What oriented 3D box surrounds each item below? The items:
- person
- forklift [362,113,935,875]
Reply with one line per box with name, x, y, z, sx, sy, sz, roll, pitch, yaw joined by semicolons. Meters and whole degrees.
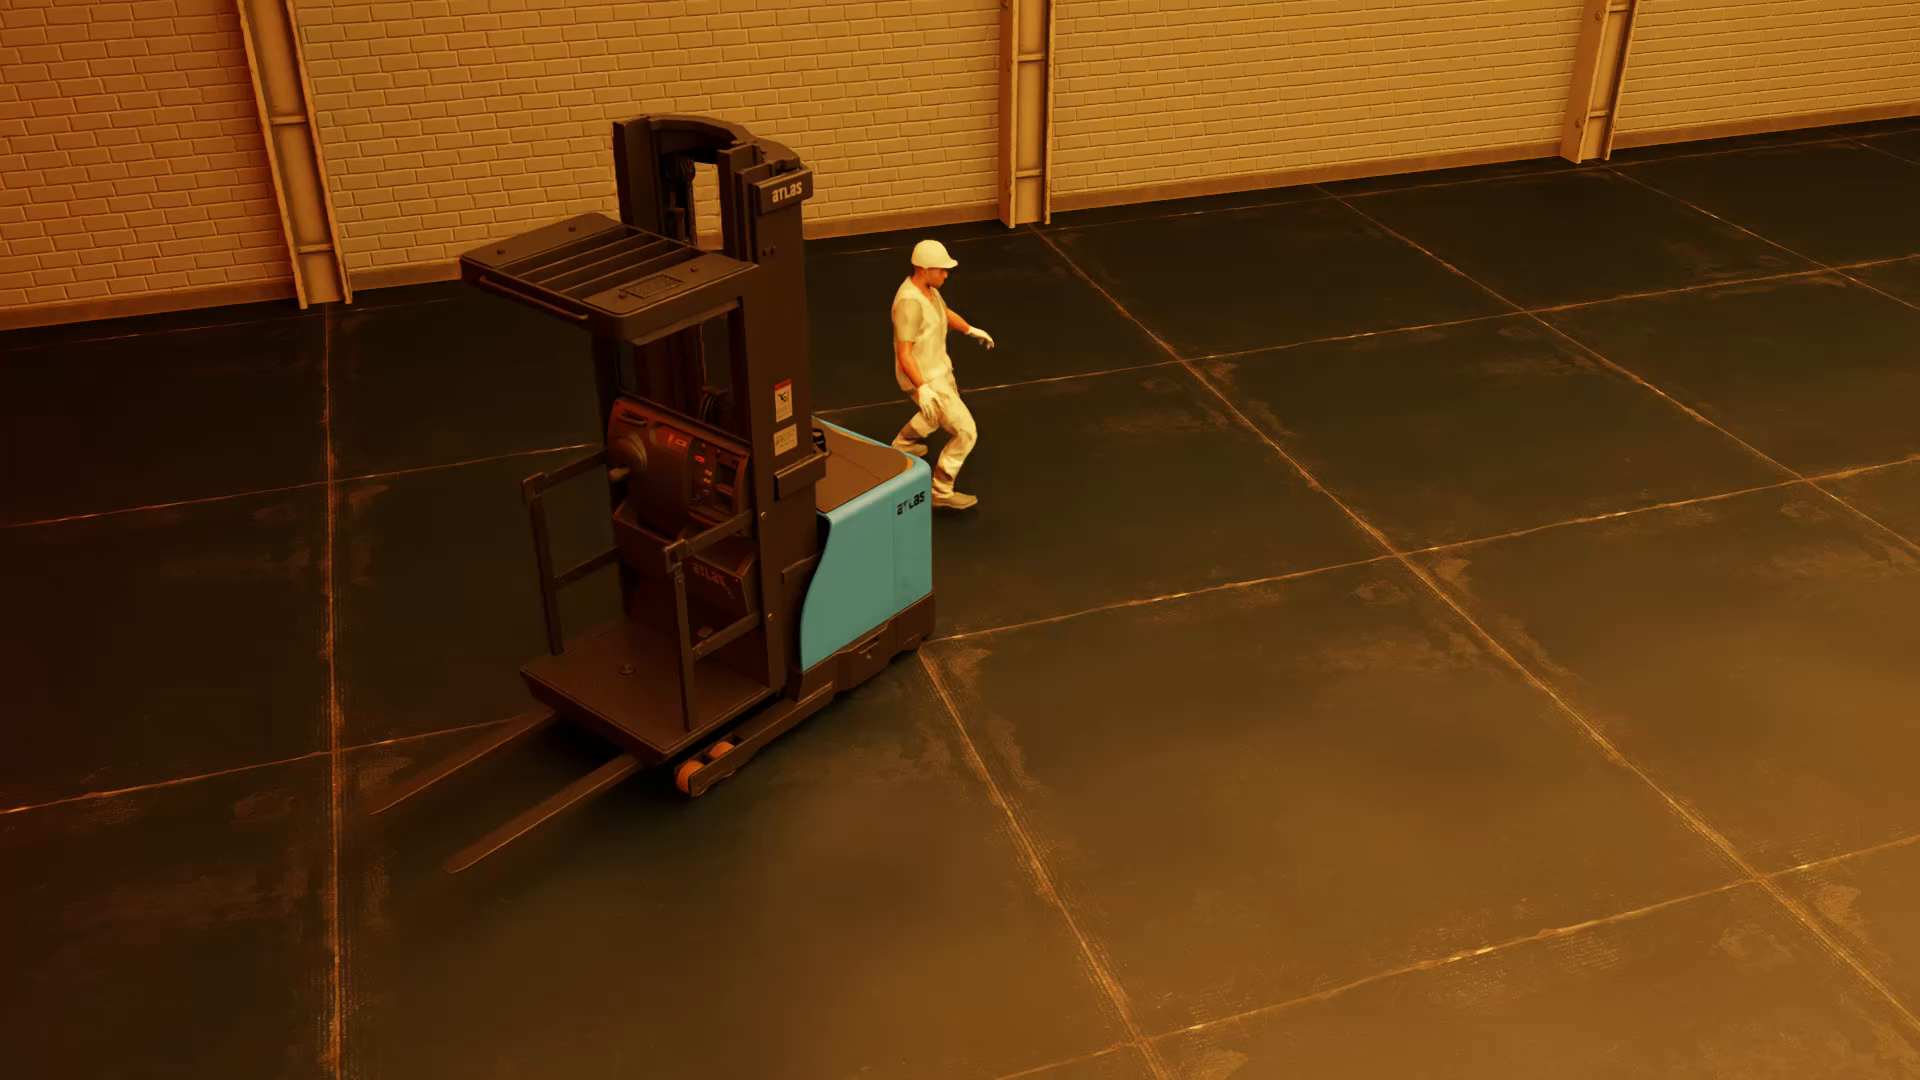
person;-0.160;-1.075;10.251;0.727;1.606;0.996;7;31;12
forklift;-1.464;-0.335;7.670;1.130;2.935;3.031;23;37;34
